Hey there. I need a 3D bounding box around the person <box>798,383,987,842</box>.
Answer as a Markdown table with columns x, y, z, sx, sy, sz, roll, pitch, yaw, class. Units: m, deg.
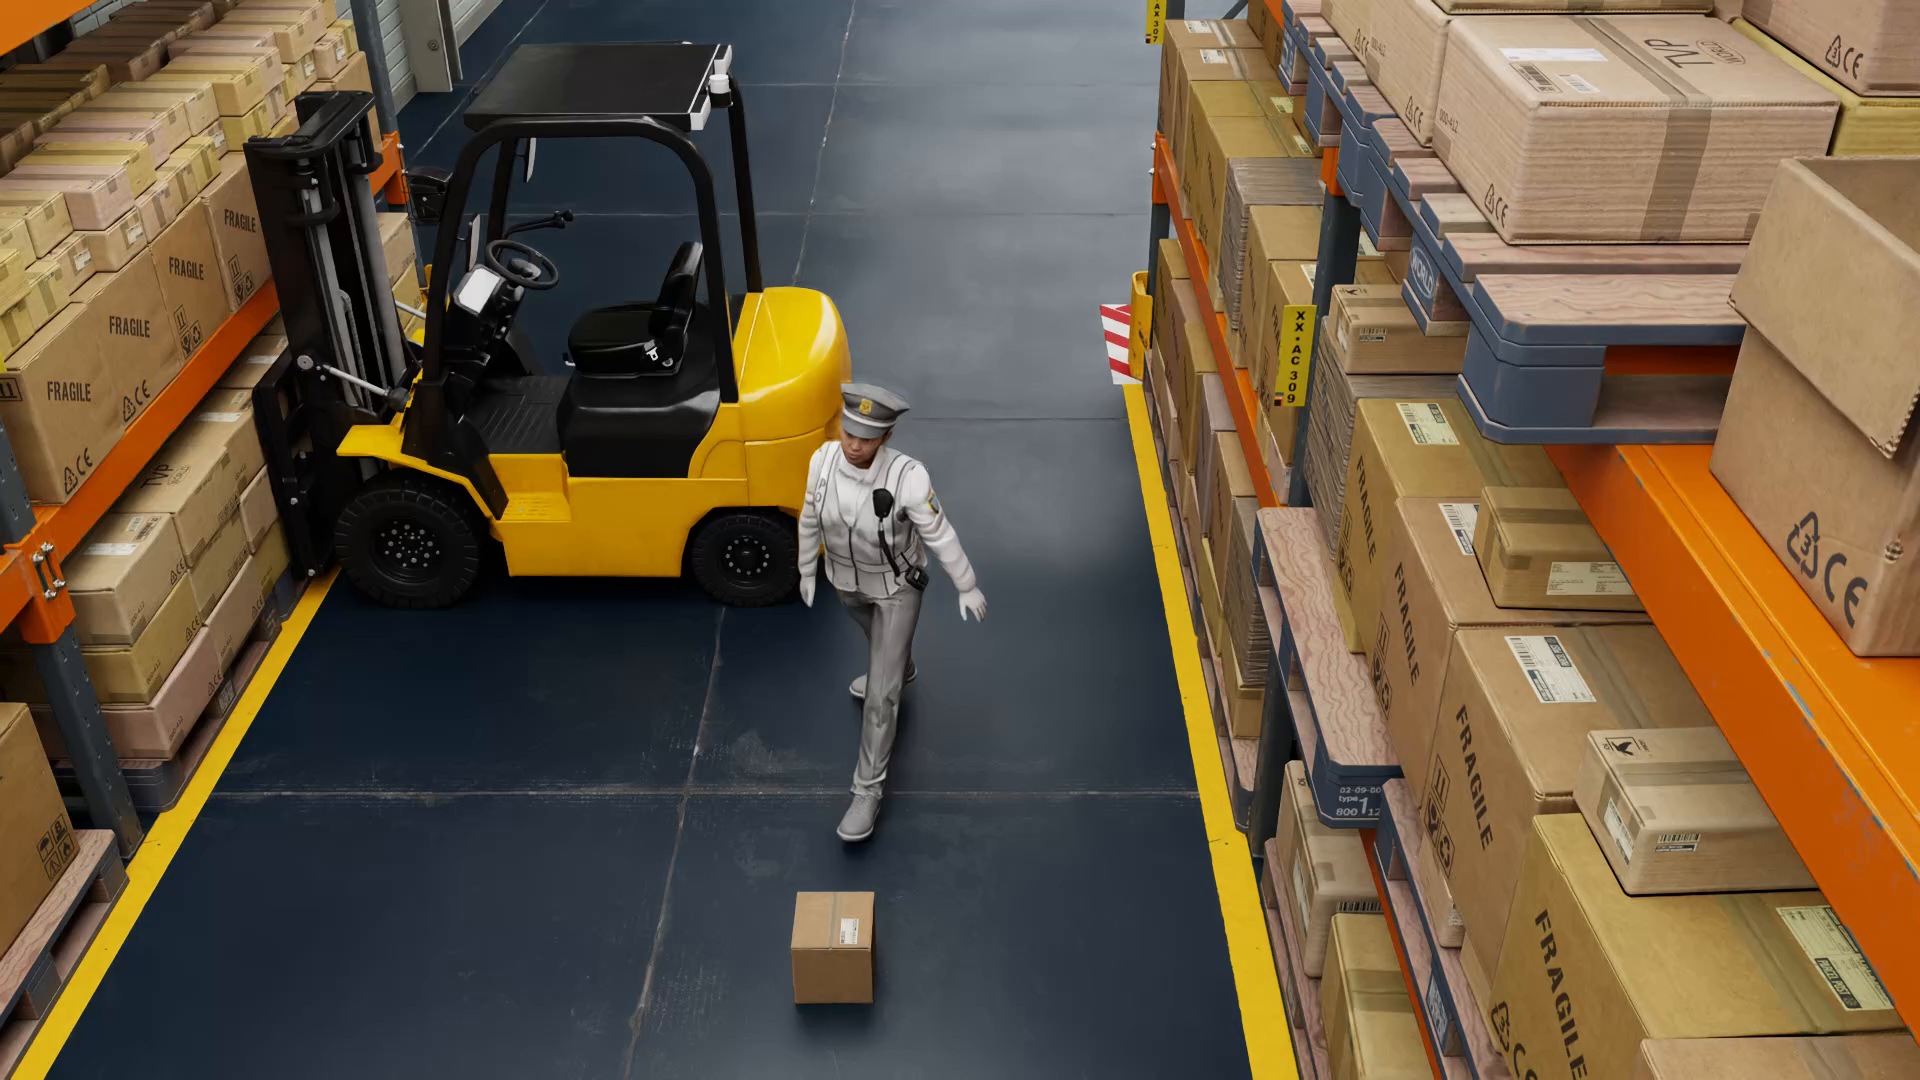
| x | y | z | sx | sy | sz | roll | pitch | yaw | class |
| --- | --- | --- | --- | --- | --- | --- | --- | --- | --- |
| -0.281 | 0.156 | 5.886 | 0.670 | 1.611 | 1.019 | 15 | 35 | 22 | person |
